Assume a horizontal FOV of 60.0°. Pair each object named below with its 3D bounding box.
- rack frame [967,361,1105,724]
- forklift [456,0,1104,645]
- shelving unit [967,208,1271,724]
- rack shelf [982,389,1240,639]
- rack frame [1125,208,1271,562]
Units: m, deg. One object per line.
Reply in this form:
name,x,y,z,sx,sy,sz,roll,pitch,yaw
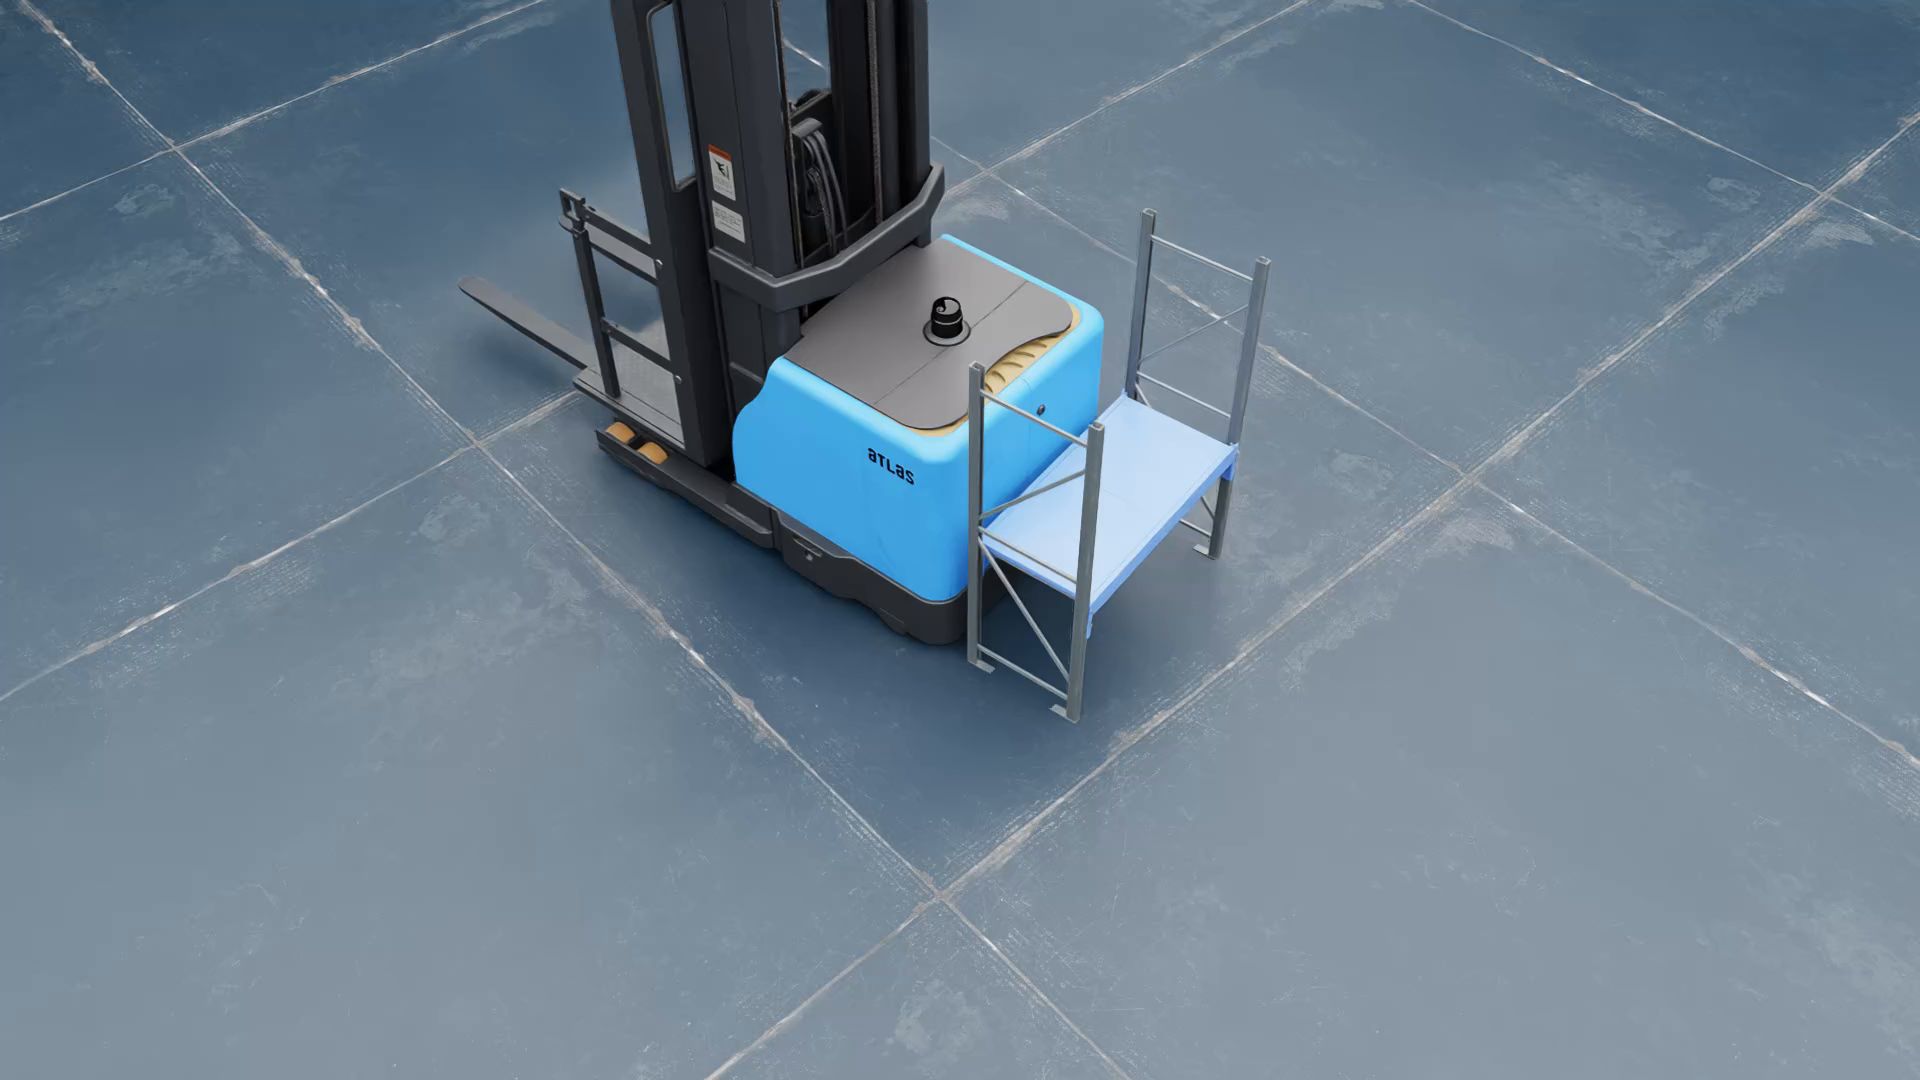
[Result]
rack frame,0.236,0.057,5.730,0.500,1.500,0.032,29,54,24
forklift,-0.915,-1.513,6.205,3.031,2.935,1.130,31,54,25
shelving unit,0.542,-0.242,6.006,0.538,1.500,1.048,29,54,24
rack shelf,0.542,-0.120,6.138,0.538,0.185,1.000,29,54,24
rack frame,0.847,-0.541,6.281,0.500,1.500,0.032,29,54,24
